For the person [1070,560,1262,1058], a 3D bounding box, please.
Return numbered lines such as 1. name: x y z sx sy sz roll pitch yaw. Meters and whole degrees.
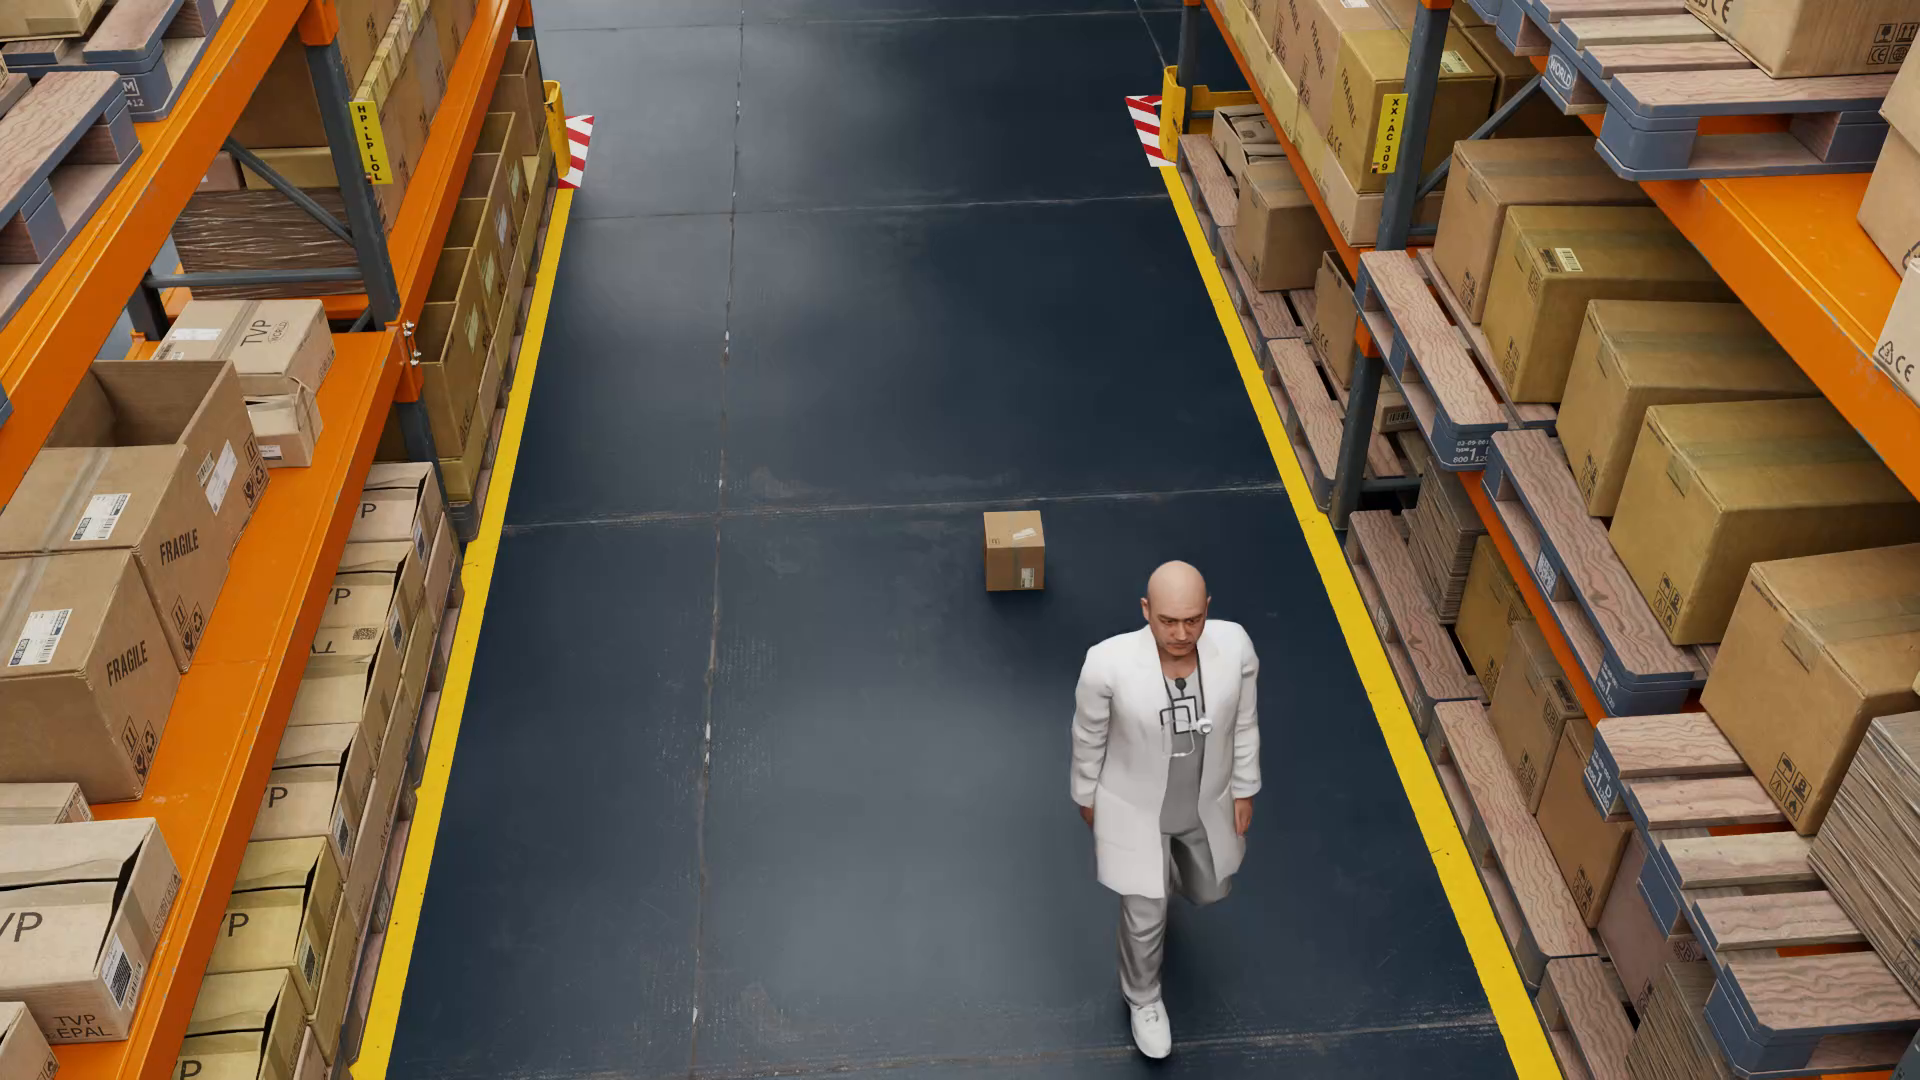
1. person: 0.632 0.767 5.169 0.588 1.754 0.805 -8 39 -10
